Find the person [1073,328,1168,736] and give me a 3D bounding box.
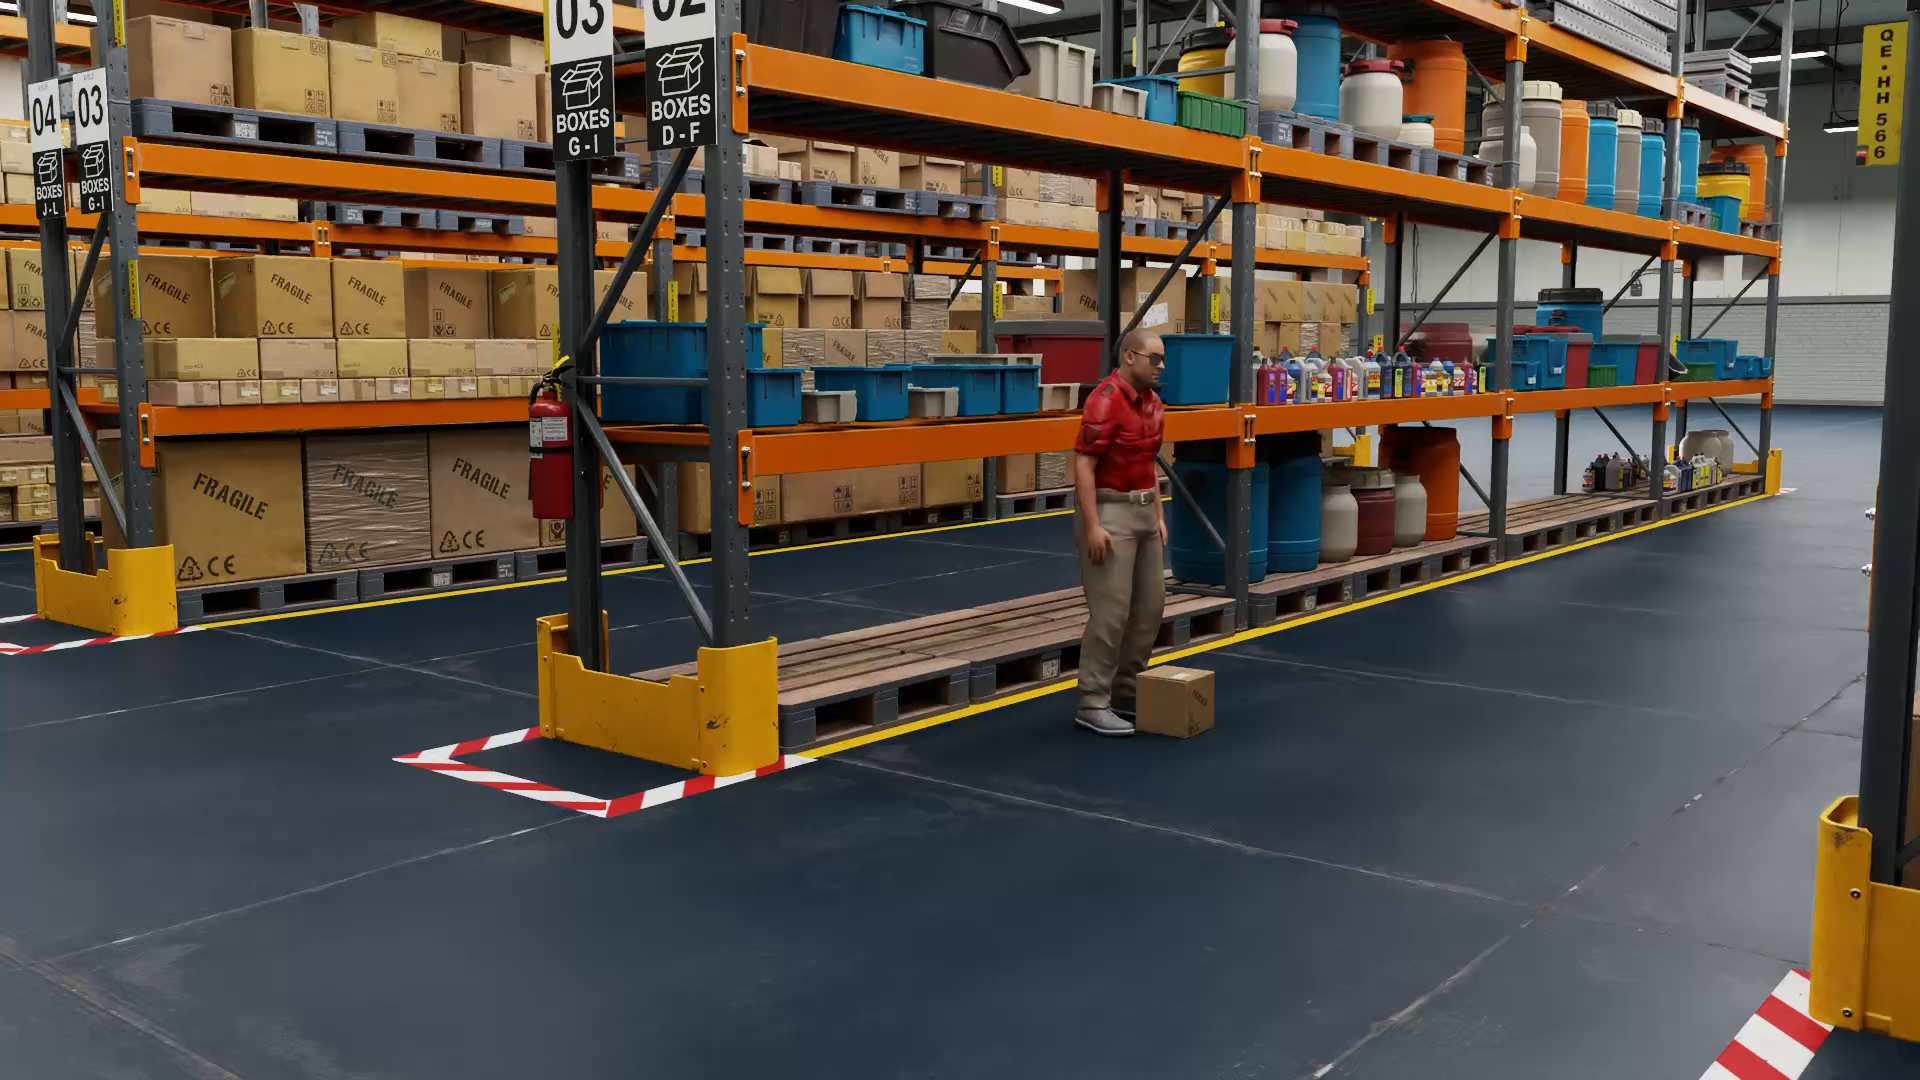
[{"bbox_3d":[0.720,-0.053,7.254,0.396,1.726,0.584,5,8,38],"label":"person"}]
